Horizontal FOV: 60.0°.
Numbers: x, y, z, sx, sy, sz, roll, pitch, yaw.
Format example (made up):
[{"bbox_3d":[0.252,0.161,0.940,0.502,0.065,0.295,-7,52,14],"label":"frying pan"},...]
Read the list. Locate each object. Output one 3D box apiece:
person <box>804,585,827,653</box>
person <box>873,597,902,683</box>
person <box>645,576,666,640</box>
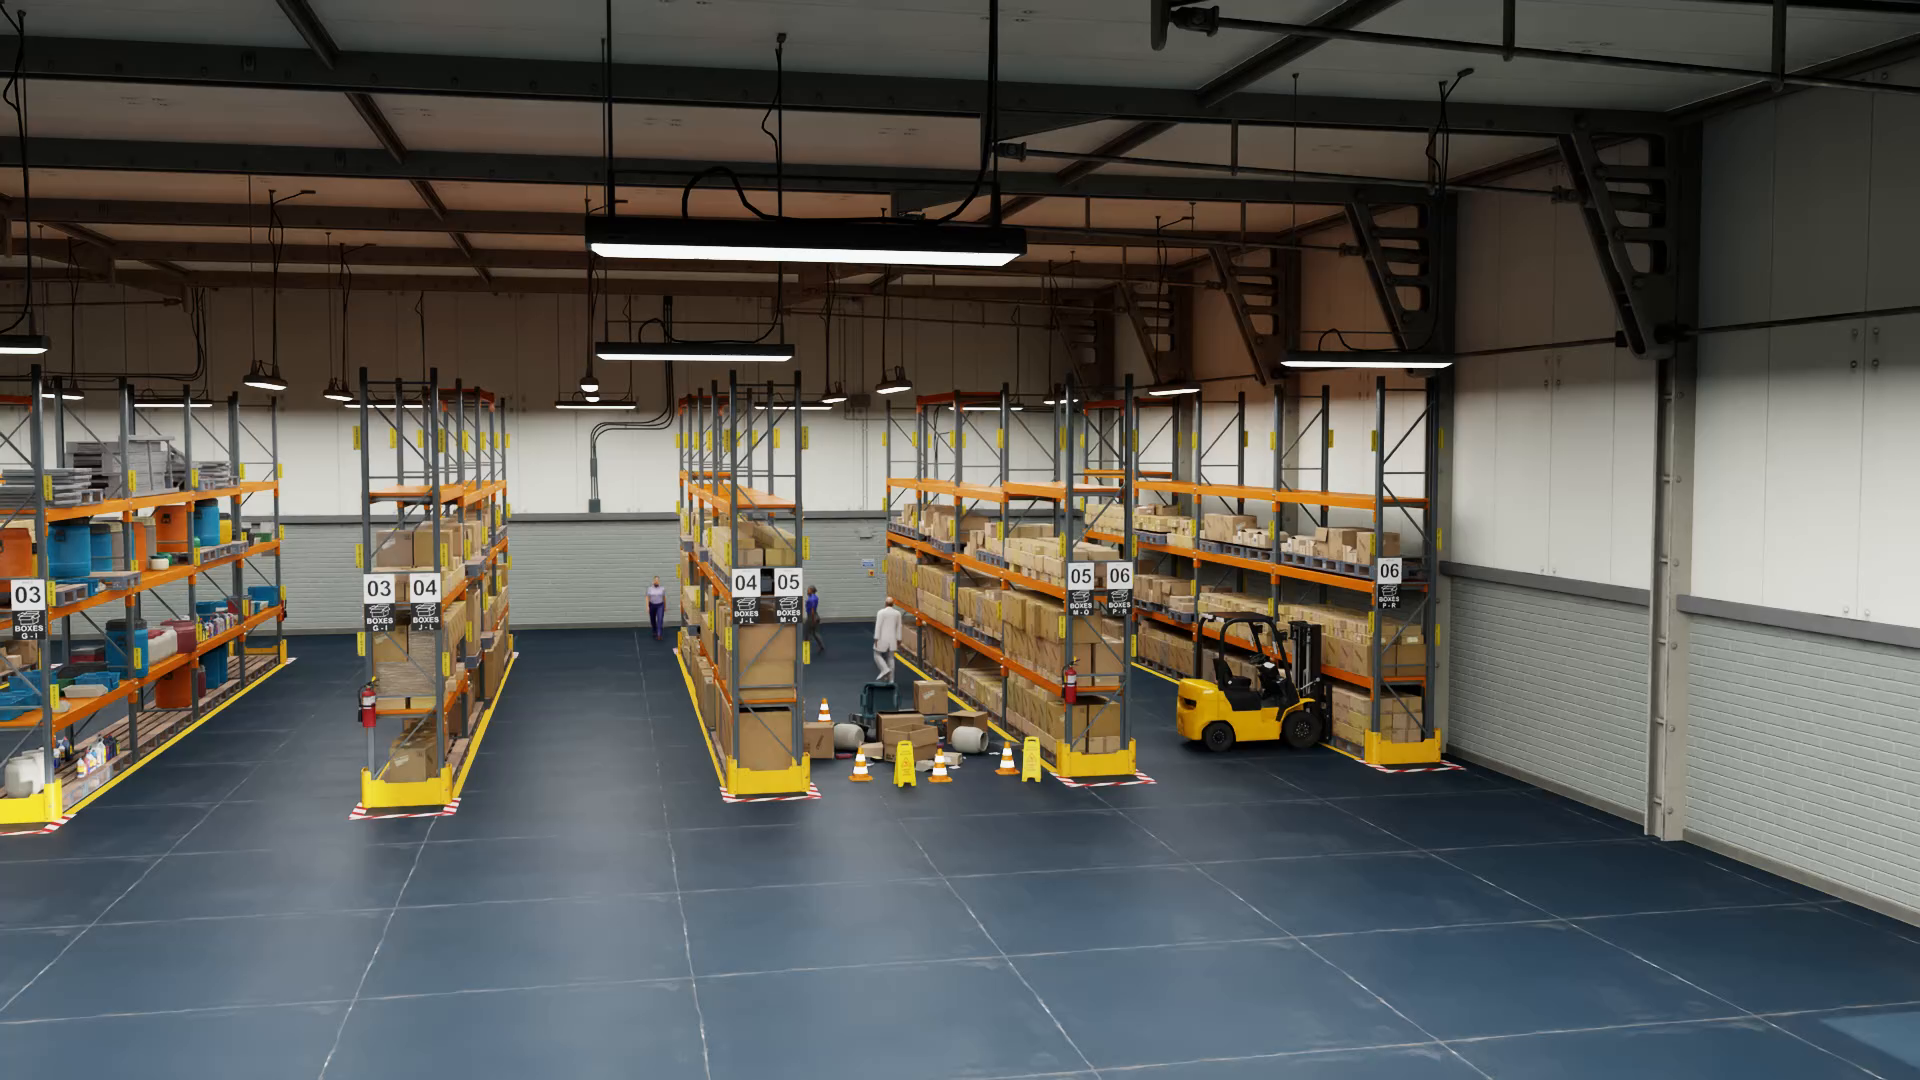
[{"bbox_3d":[-3.469,1.881,38.985,0.696,1.673,0.499,1,4,16],"label":"person"},{"bbox_3d":[-1.472,2.067,34.318,0.622,1.776,0.581,-1,4,-22],"label":"person"},{"bbox_3d":[-7.671,1.699,41.861,0.466,1.583,1.061,0,3,-2],"label":"person"}]
